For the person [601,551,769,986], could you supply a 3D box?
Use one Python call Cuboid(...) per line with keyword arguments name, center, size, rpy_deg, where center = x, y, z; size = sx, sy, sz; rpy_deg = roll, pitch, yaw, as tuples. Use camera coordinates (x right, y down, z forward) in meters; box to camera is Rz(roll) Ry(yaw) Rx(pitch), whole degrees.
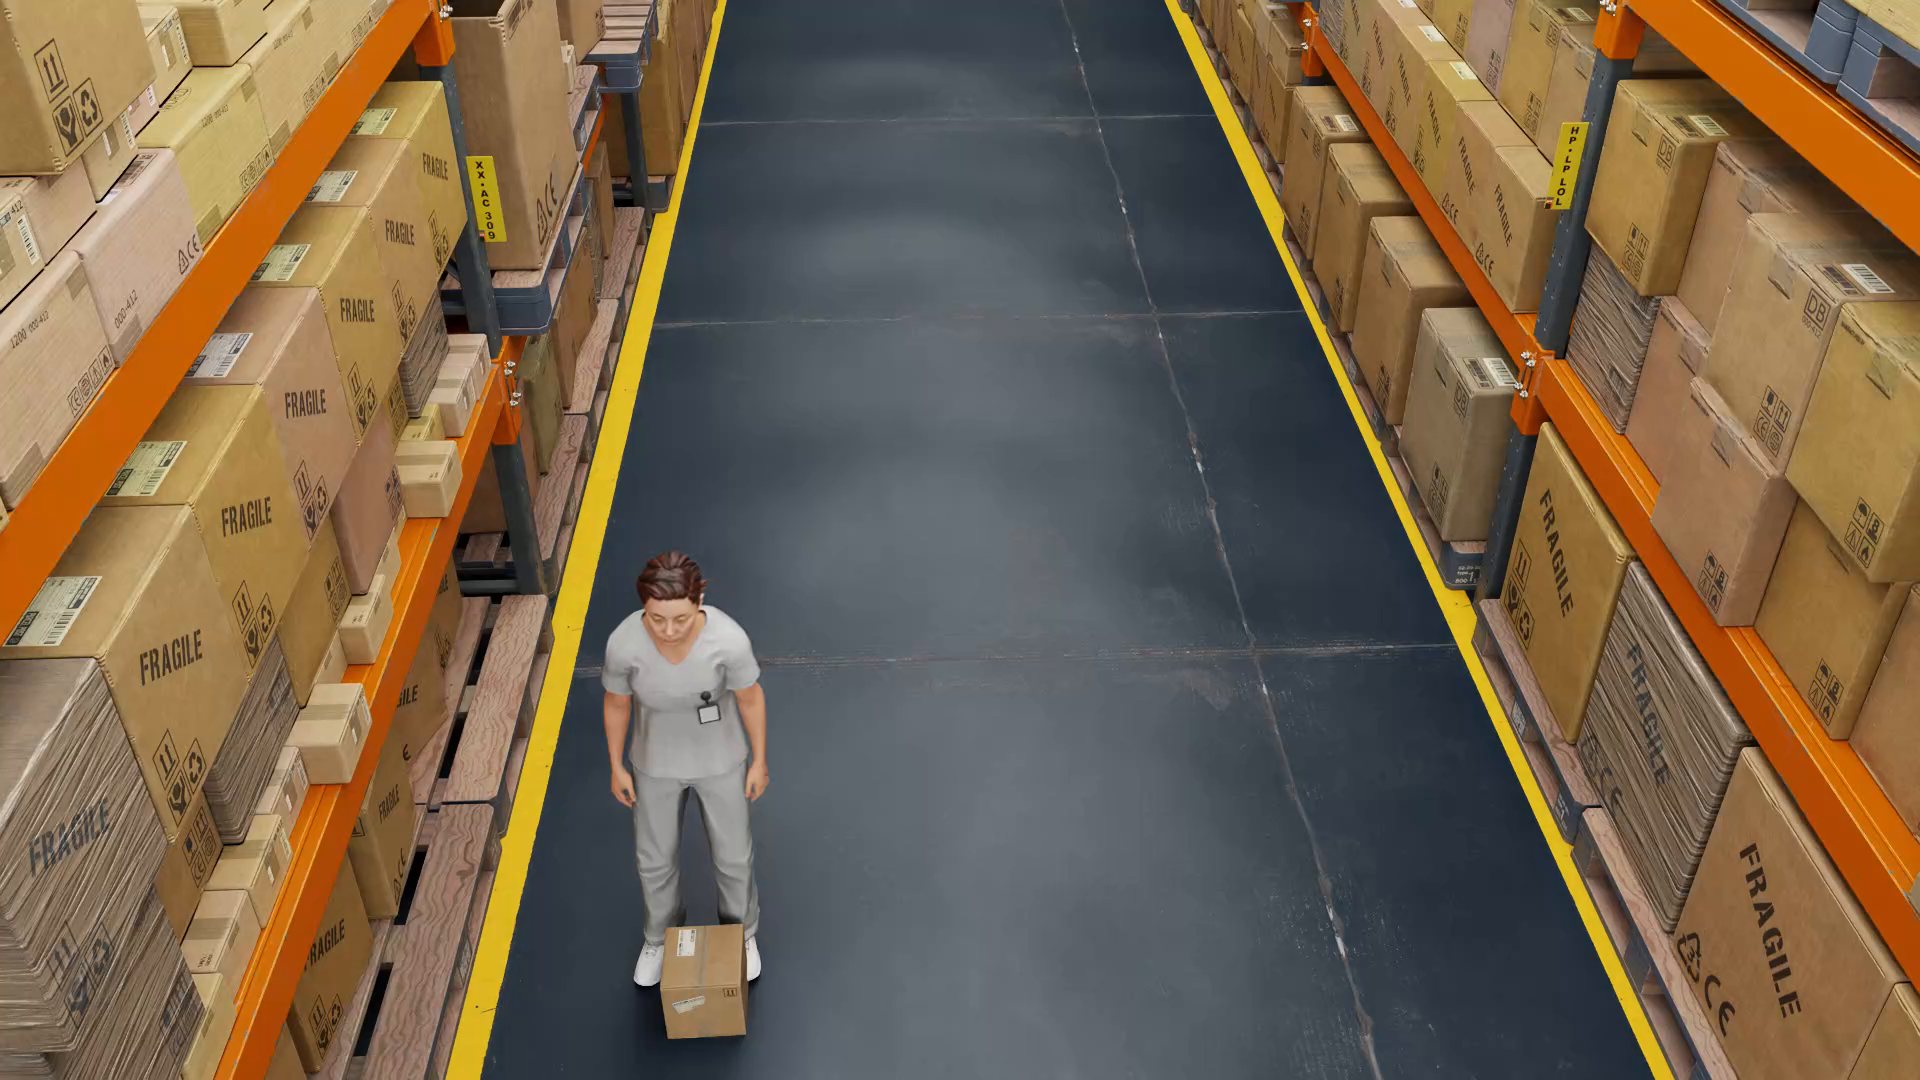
Cuboid(name="person", center=(-0.841, 0.704, 5.160), size=(0.499, 1.667, 0.353), rpy_deg=(-2, 35, -3))
